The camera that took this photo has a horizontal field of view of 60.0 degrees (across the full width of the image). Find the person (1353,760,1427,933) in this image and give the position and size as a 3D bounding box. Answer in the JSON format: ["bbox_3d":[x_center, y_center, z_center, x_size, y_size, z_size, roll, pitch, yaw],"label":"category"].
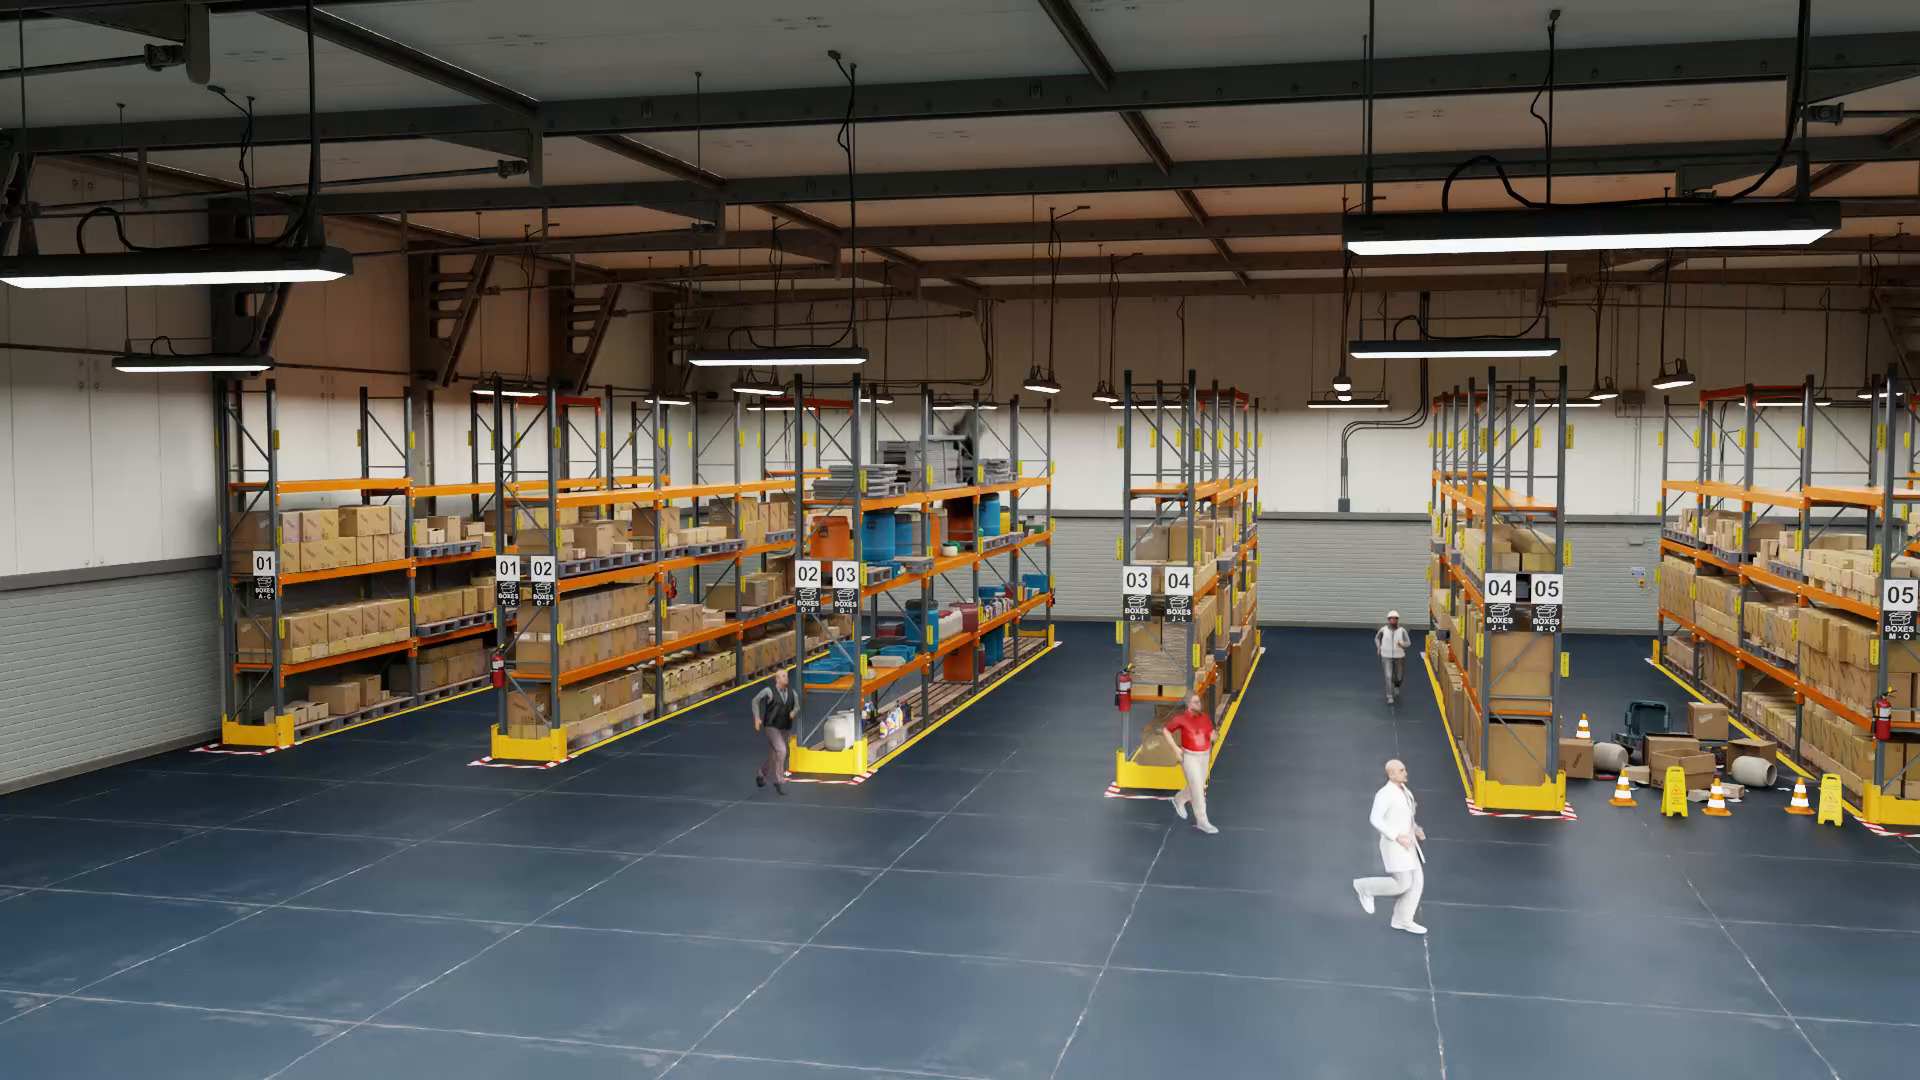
[{"bbox_3d":[4.440,3.116,17.044,0.756,1.743,0.711,3,4,39],"label":"person"}]

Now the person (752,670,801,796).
[{"bbox_3d":[-2.560,2.718,23.742,0.648,1.713,0.808,-3,5,-41],"label":"person"}]

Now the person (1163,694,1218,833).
[{"bbox_3d":[3.015,2.834,21.428,0.663,1.714,0.990,-2,4,-35],"label":"person"}]

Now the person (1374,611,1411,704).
[{"bbox_3d":[8.245,2.224,31.704,0.669,1.747,0.882,1,4,12],"label":"person"}]
